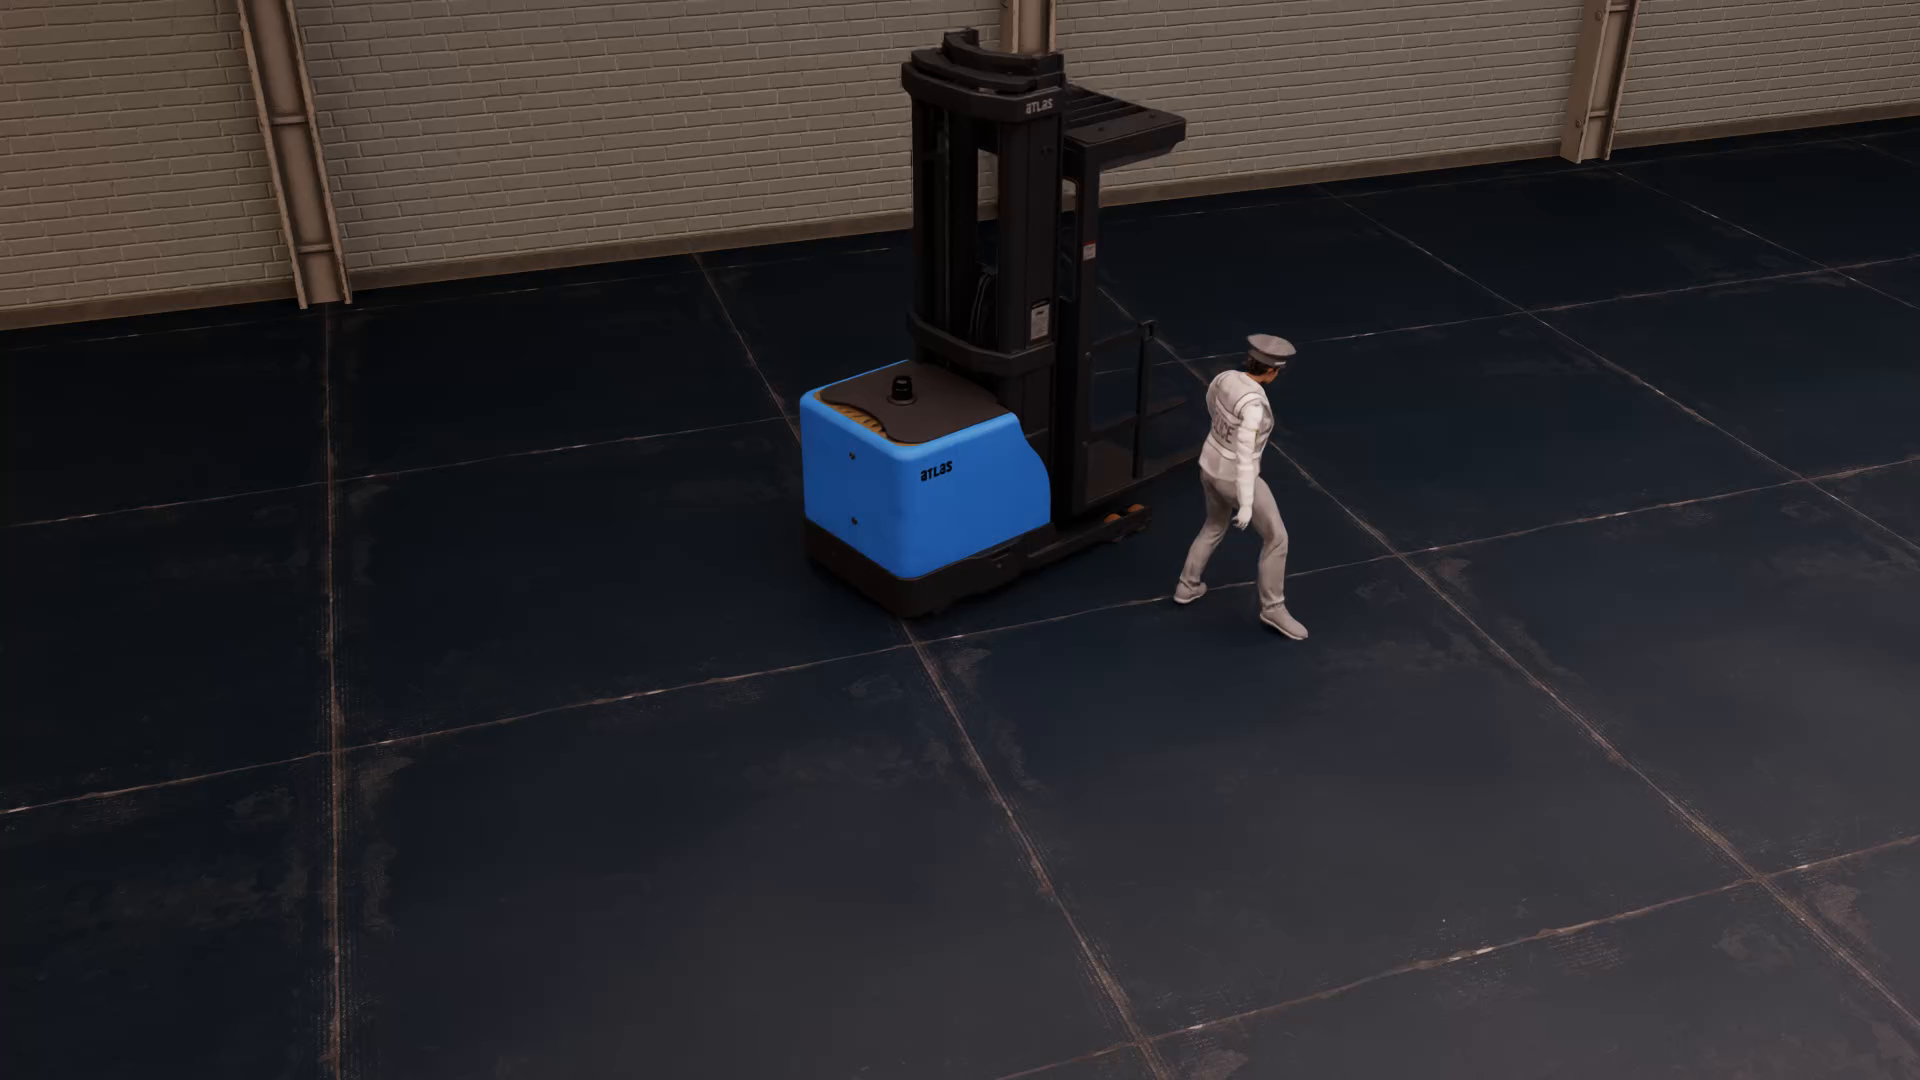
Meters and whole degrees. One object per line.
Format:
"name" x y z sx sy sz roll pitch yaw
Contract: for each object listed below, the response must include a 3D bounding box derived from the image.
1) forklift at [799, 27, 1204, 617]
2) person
"forklift" 0.545 -1.443 9.594 3.031 2.935 1.130 -22 37 -33
"person" 1.500 -0.336 9.023 0.561 1.619 0.965 -10 31 -16
